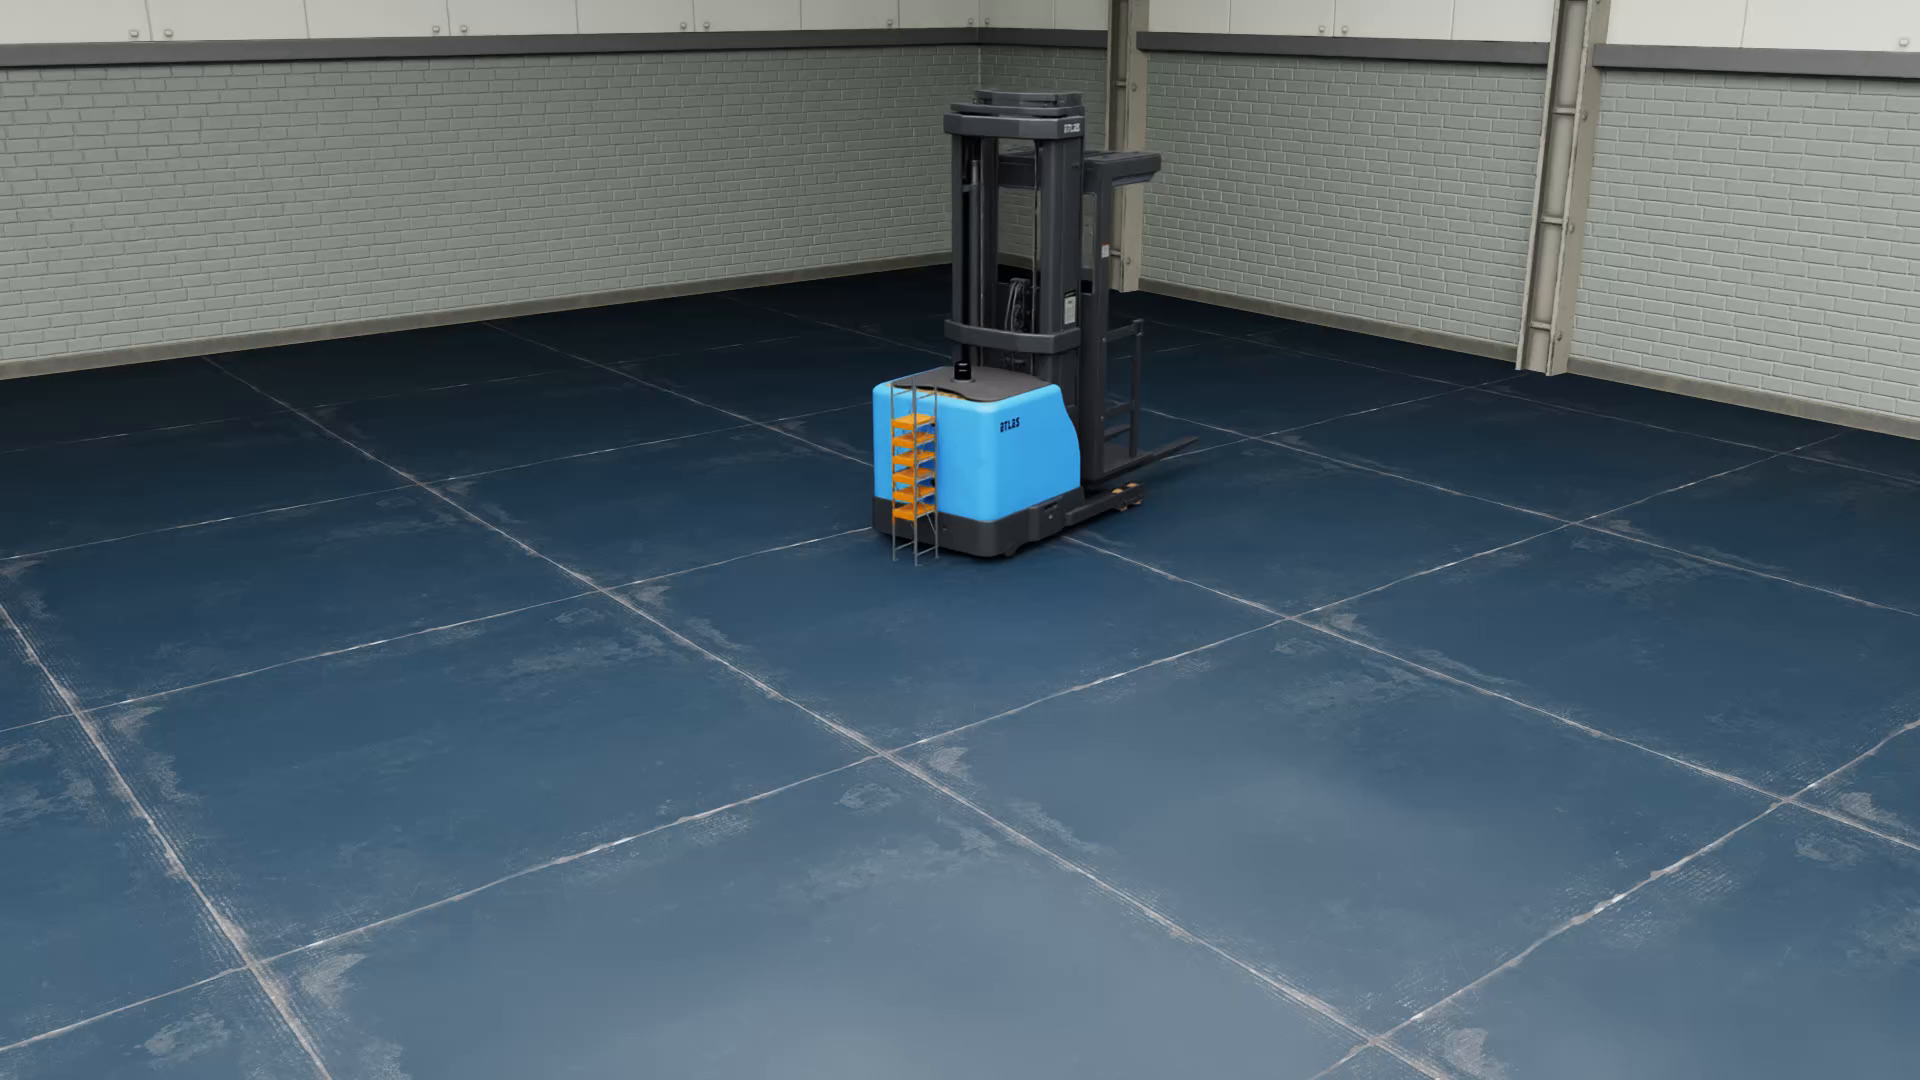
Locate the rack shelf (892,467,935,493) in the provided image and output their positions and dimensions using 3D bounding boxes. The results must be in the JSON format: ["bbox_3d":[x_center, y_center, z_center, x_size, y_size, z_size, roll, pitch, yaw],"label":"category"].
[{"bbox_3d":[-0.293,-0.395,10.789,0.180,0.103,0.258,13,22,34],"label":"rack shelf"}]

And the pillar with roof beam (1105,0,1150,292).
[{"bbox_3d":[-1.362,-6.582,16.925,9.100,9.000,0.400,-14,23,-36],"label":"pillar with roof beam"}]

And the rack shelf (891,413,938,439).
[{"bbox_3d":[-0.293,-0.737,10.676,0.180,0.103,0.258,13,22,34],"label":"rack shelf"}]

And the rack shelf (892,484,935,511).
[{"bbox_3d":[-0.293,-0.281,10.827,0.180,0.103,0.258,13,22,34],"label":"rack shelf"}]

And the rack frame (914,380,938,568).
[{"bbox_3d":[-0.219,-0.421,10.724,0.006,1.200,0.240,13,22,34],"label":"rack frame"}]

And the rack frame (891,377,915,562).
[{"bbox_3d":[-0.367,-0.454,10.826,0.006,1.200,0.240,13,22,34],"label":"rack frame"}]

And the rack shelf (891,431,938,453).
[{"bbox_3d":[-0.293,-0.623,10.714,0.180,0.103,0.258,13,22,34],"label":"rack shelf"}]

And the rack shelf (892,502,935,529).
[{"bbox_3d":[-0.293,-0.167,10.864,0.180,0.103,0.258,13,22,34],"label":"rack shelf"}]

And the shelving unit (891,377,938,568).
[{"bbox_3d":[-0.293,-0.438,10.775,0.189,1.200,0.258,13,22,34],"label":"shelving unit"}]

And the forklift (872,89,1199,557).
[{"bbox_3d":[0.700,-1.677,11.765,1.130,2.935,3.031,14,23,35],"label":"forklift"}]

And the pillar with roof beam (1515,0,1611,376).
[{"bbox_3d":[2.363,-5.104,12.460,9.100,9.000,0.400,-14,23,-36],"label":"pillar with roof beam"}]

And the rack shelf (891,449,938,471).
[{"bbox_3d":[-0.293,-0.509,10.751,0.180,0.103,0.258,13,22,34],"label":"rack shelf"}]
